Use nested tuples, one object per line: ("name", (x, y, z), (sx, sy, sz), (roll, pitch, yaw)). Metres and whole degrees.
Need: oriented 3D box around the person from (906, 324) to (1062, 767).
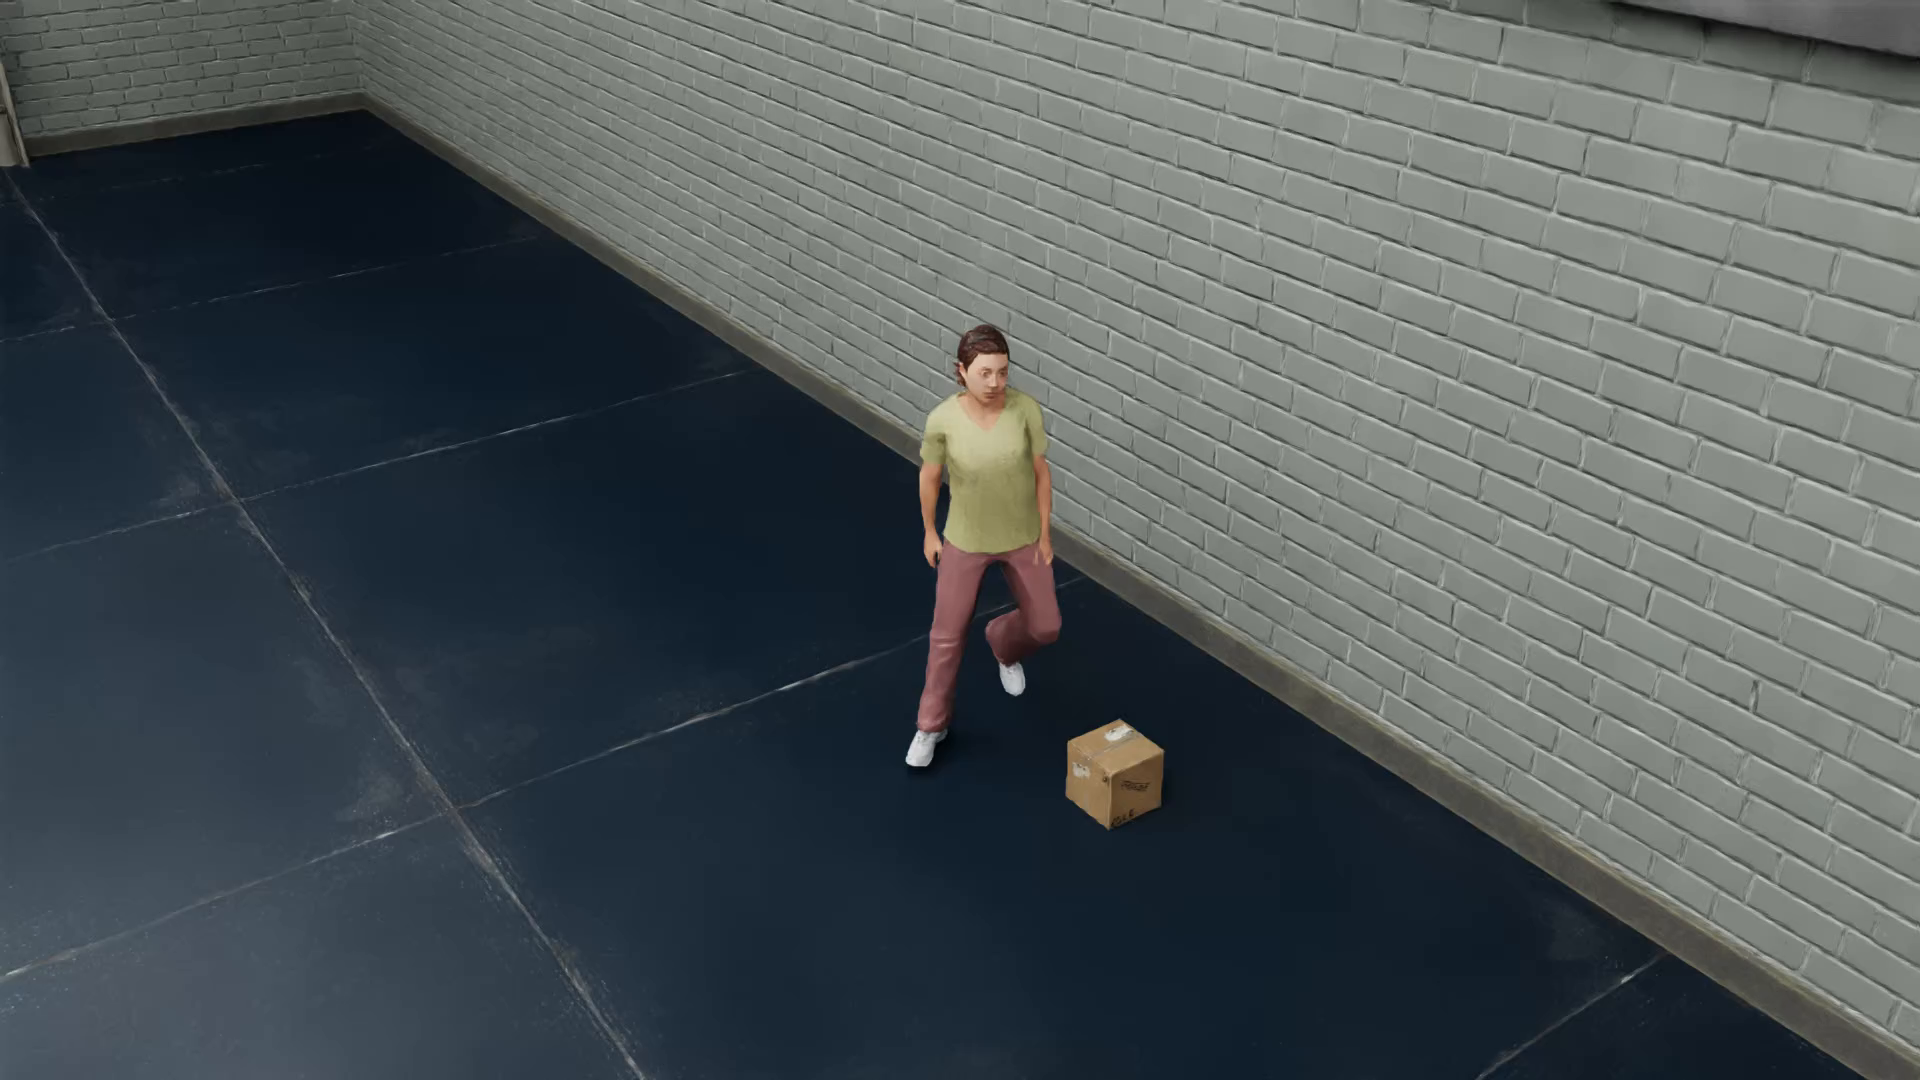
("person", (0.059, 0.002, 6.136), (0.601, 1.622, 0.597), (-4, 29, -7))
